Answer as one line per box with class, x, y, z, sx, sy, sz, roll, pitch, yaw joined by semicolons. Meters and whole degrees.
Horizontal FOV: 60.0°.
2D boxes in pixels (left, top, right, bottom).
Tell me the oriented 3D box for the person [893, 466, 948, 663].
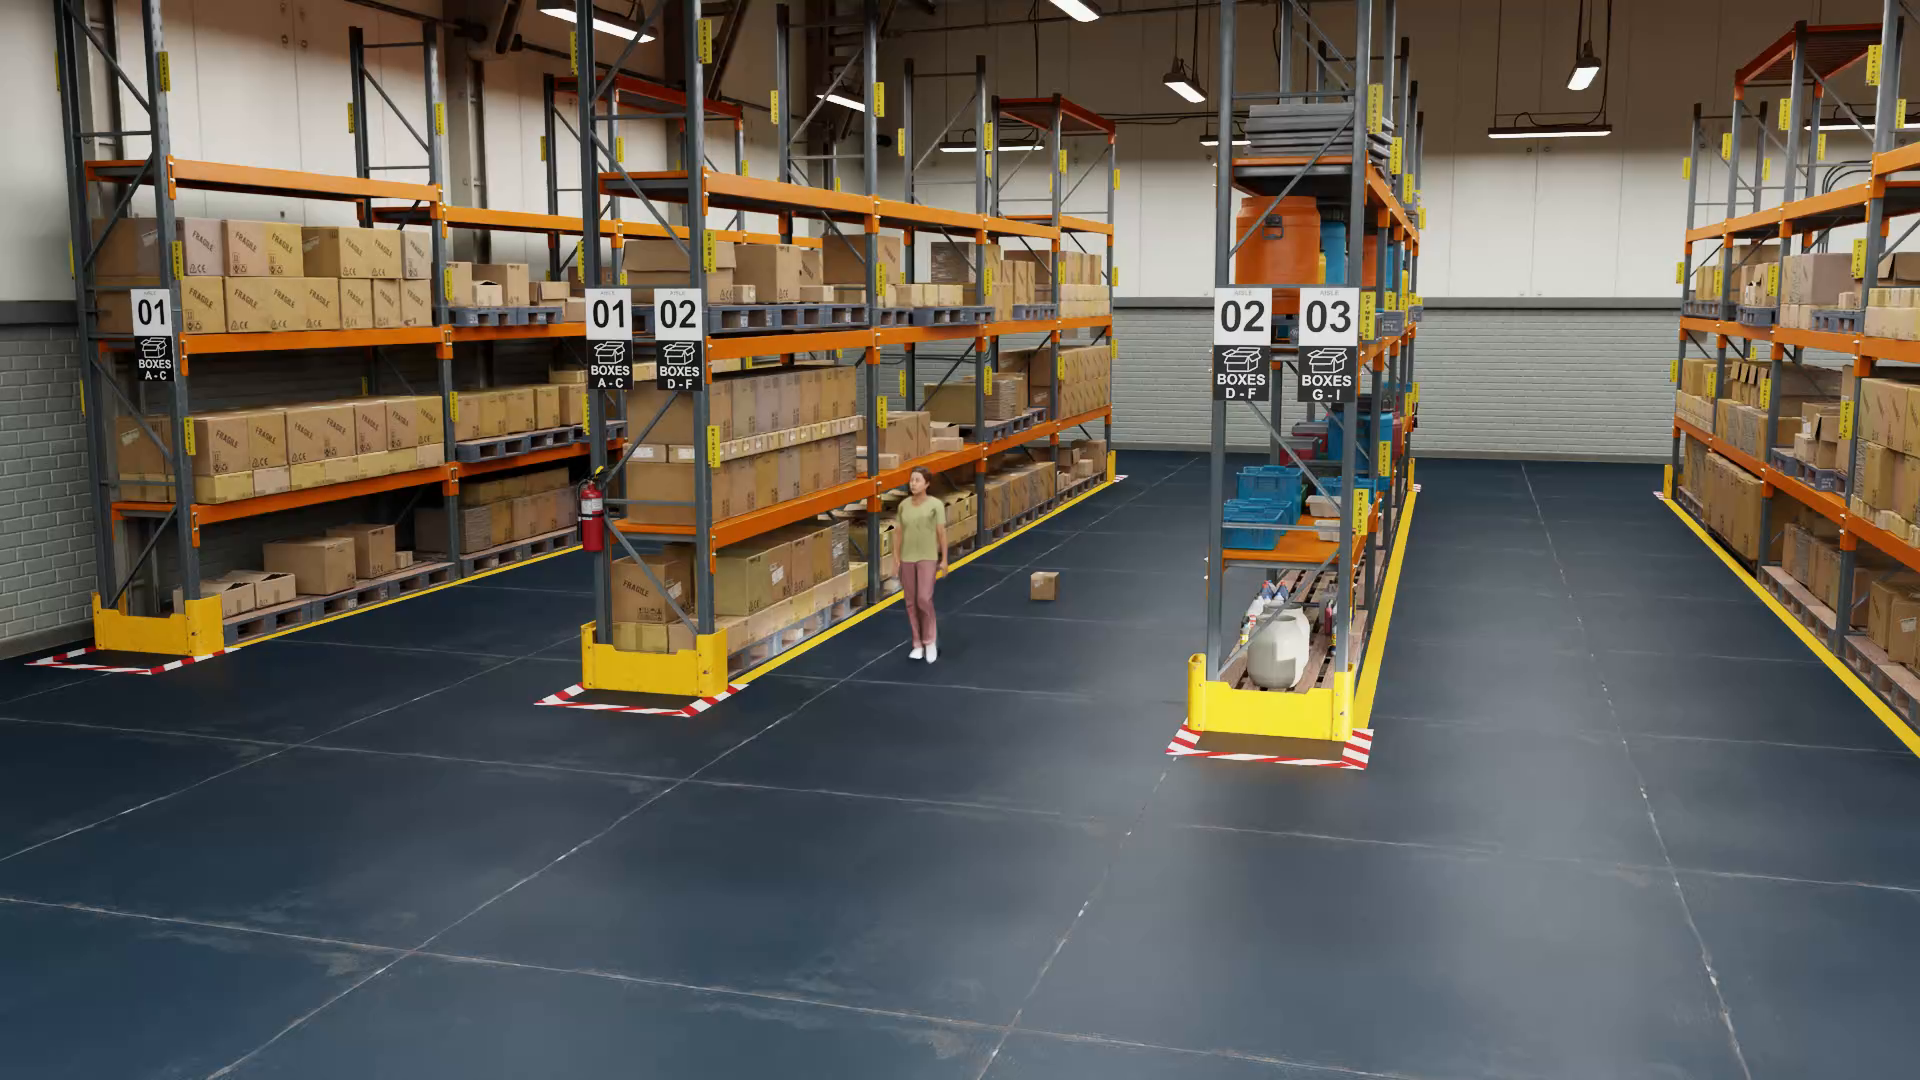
person;-0.369;0.213;14.297;0.475;1.690;0.469;3;9;22
